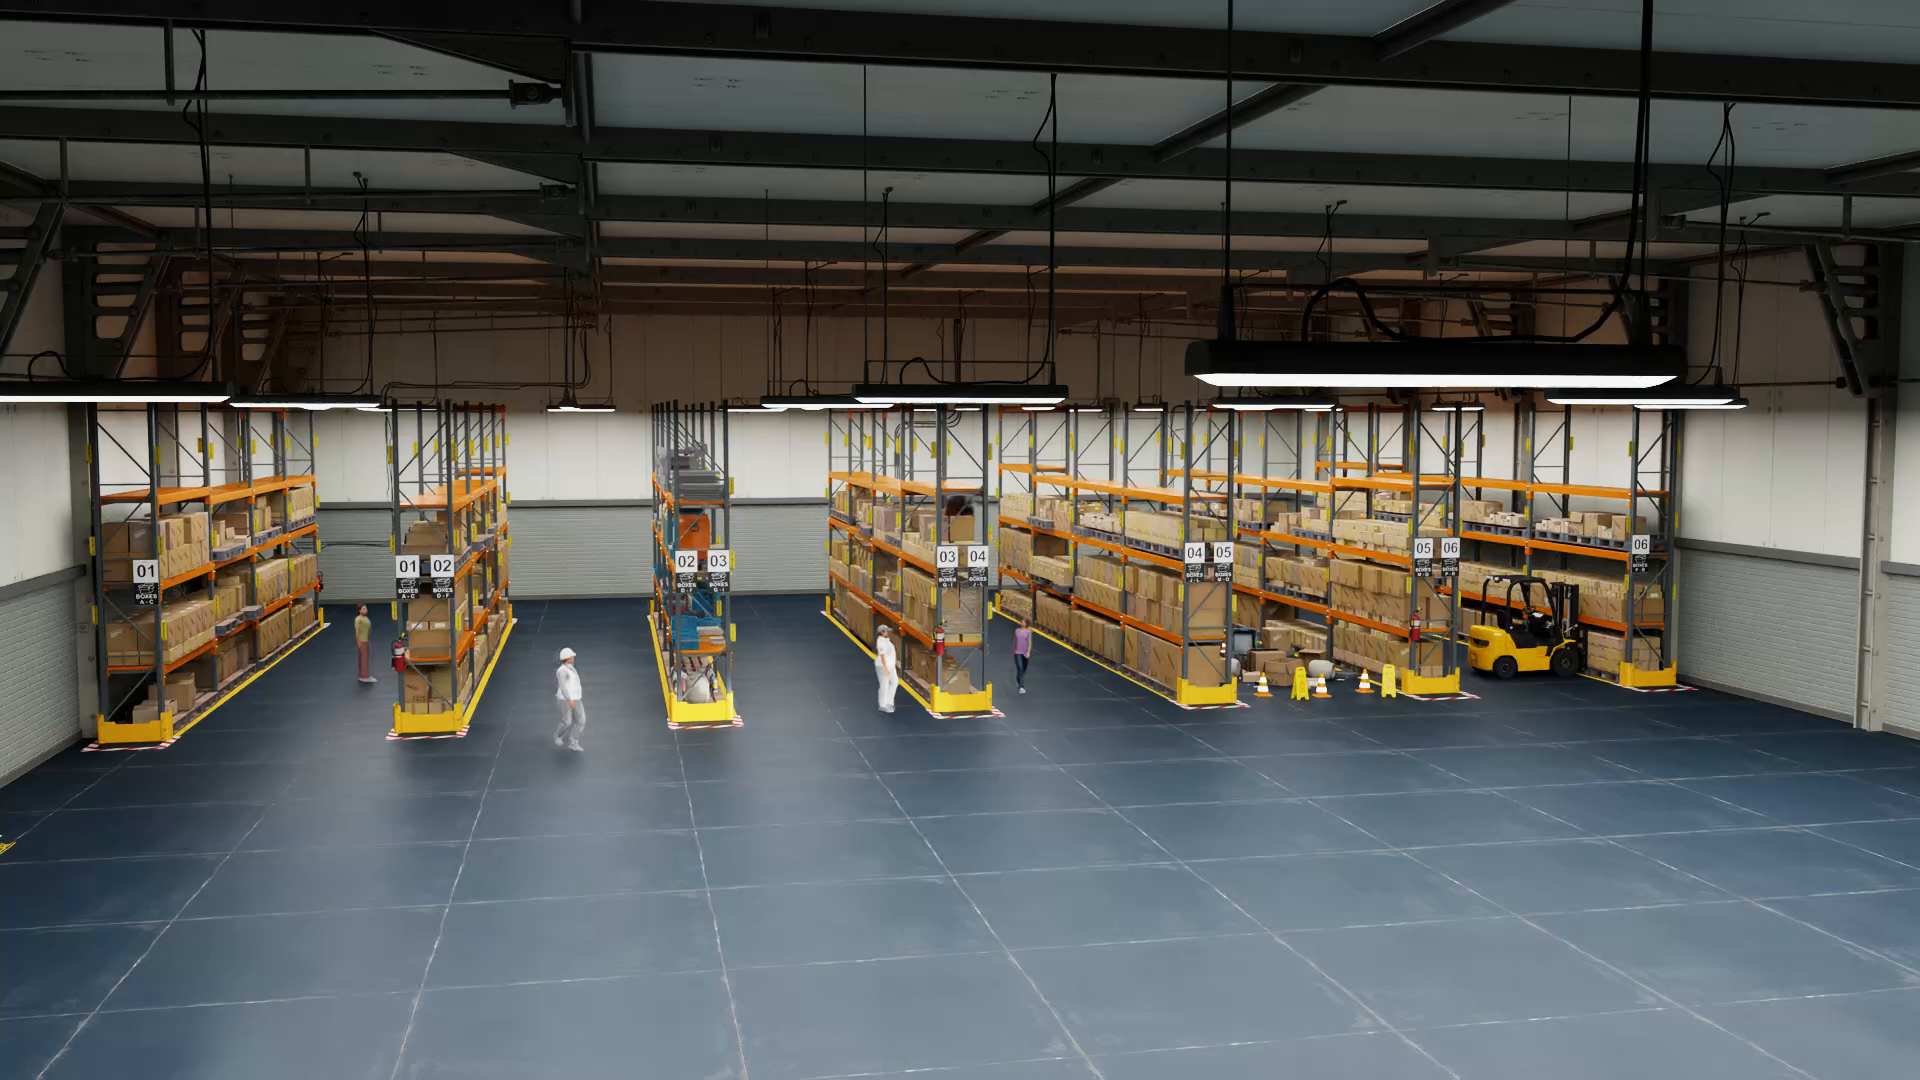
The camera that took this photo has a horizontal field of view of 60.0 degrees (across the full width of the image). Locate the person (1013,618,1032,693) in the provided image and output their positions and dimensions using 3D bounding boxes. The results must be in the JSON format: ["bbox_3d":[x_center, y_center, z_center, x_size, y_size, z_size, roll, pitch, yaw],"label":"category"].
[{"bbox_3d":[1.298,2.367,34.362,0.409,1.501,0.959,-1,4,-14],"label":"person"}]

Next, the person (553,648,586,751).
[{"bbox_3d":[-6.695,2.733,28.485,0.628,1.772,0.650,2,5,20],"label":"person"}]

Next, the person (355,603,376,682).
[{"bbox_3d":[-12.772,2.197,35.757,0.424,1.671,0.486,-1,4,-10],"label":"person"}]

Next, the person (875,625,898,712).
[{"bbox_3d":[-1.440,2.503,32.179,0.395,1.733,0.513,1,5,17],"label":"person"}]
